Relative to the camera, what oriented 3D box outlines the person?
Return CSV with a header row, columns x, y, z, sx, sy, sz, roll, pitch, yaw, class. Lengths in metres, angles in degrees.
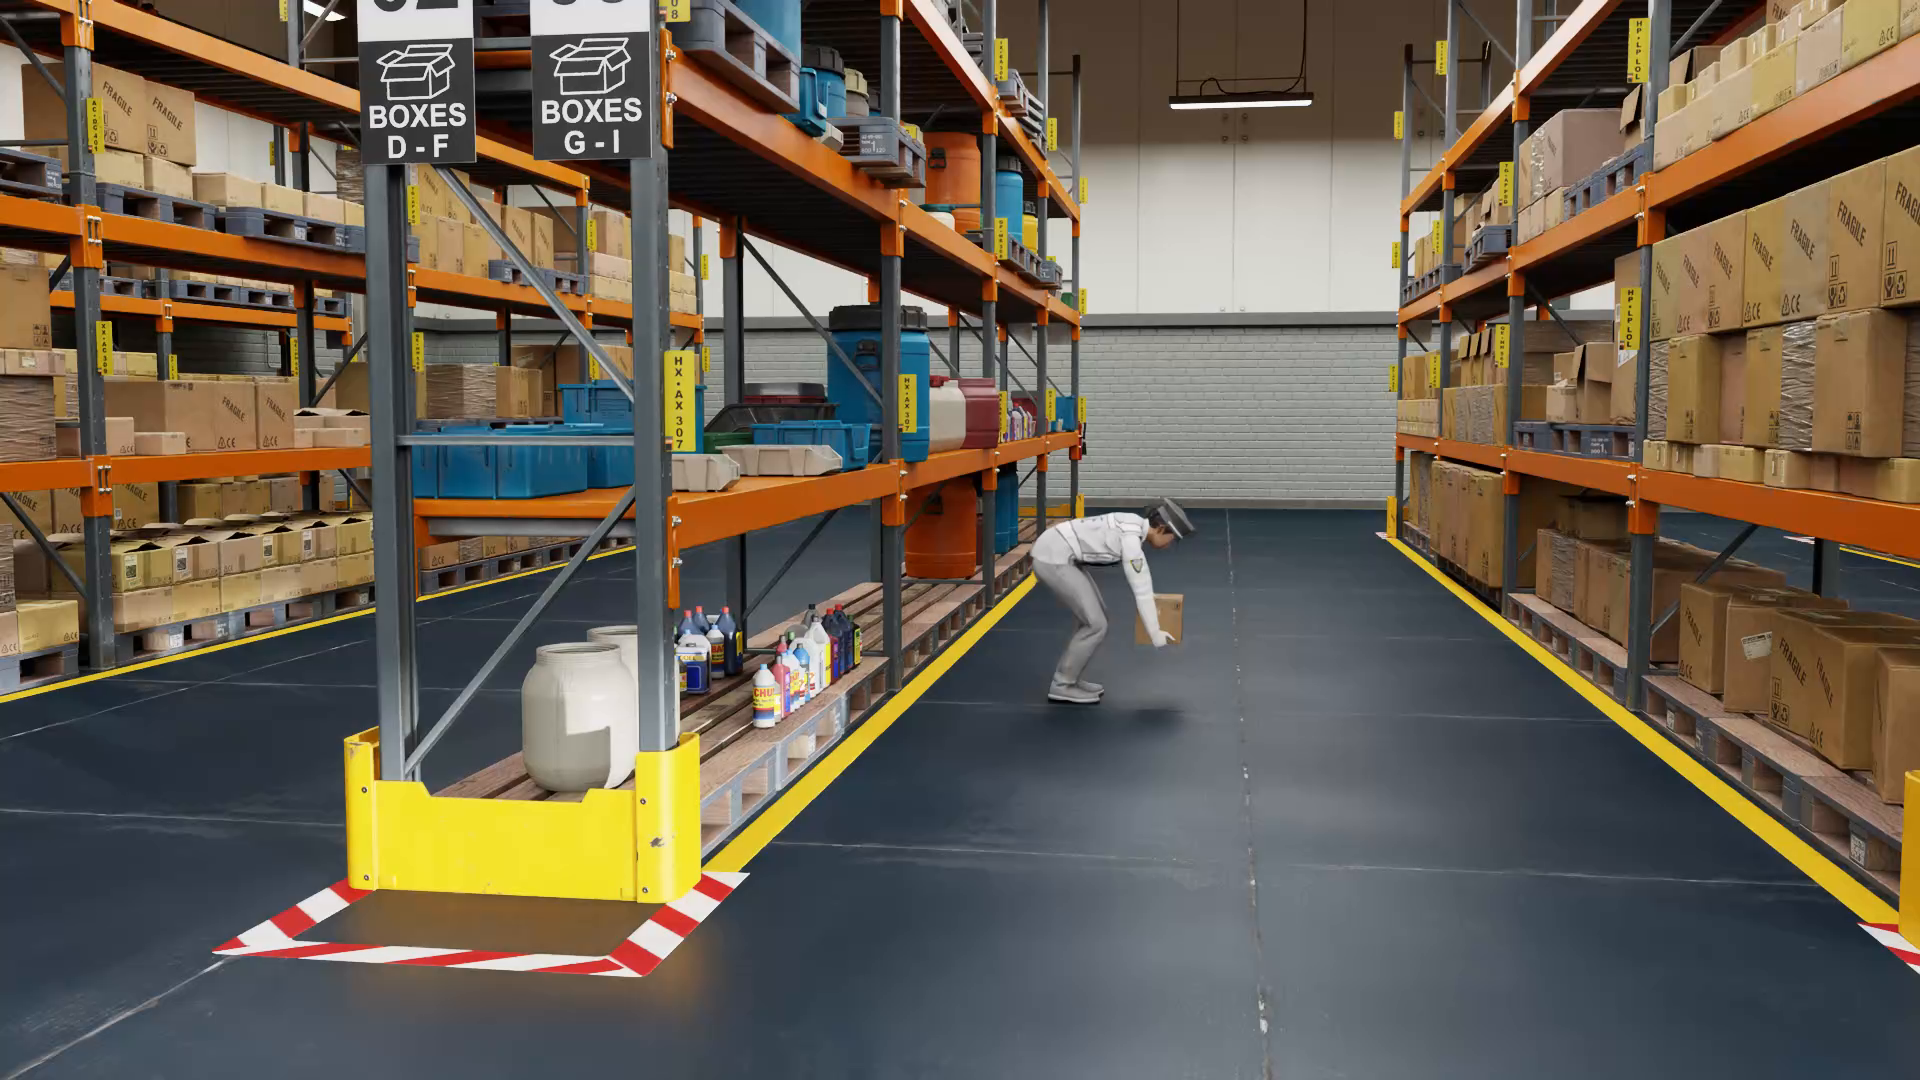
x,y,z,sx,sy,sz,roll,pitch,yaw,class
0.842,0.327,9.214,0.917,1.125,0.445,0,5,6,person
